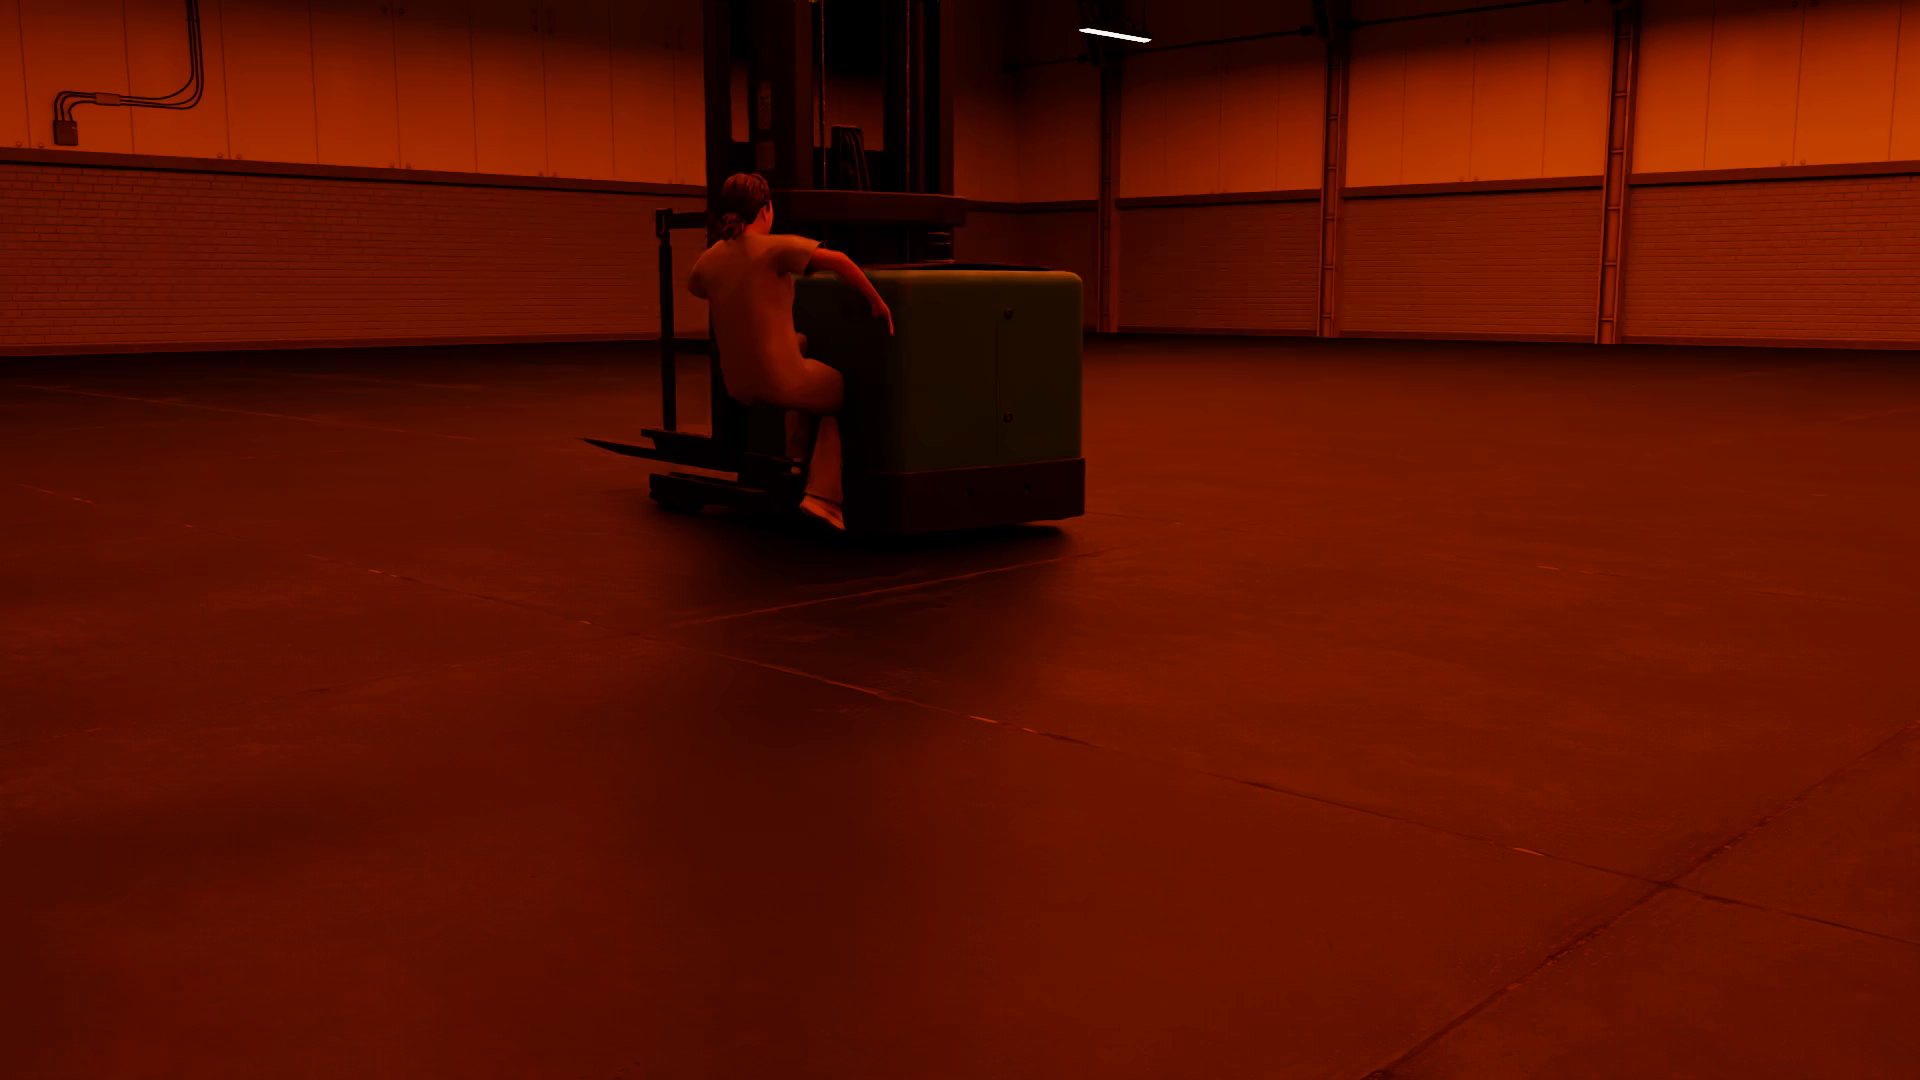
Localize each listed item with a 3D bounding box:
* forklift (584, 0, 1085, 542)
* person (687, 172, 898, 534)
[{"bbox_3d":[-0.783,-1.614,7.591,1.130,2.935,3.031,-7,11,-38],"label":"forklift"},{"bbox_3d":[-0.621,-0.712,6.521,0.931,1.400,0.818,4,9,25],"label":"person"}]
